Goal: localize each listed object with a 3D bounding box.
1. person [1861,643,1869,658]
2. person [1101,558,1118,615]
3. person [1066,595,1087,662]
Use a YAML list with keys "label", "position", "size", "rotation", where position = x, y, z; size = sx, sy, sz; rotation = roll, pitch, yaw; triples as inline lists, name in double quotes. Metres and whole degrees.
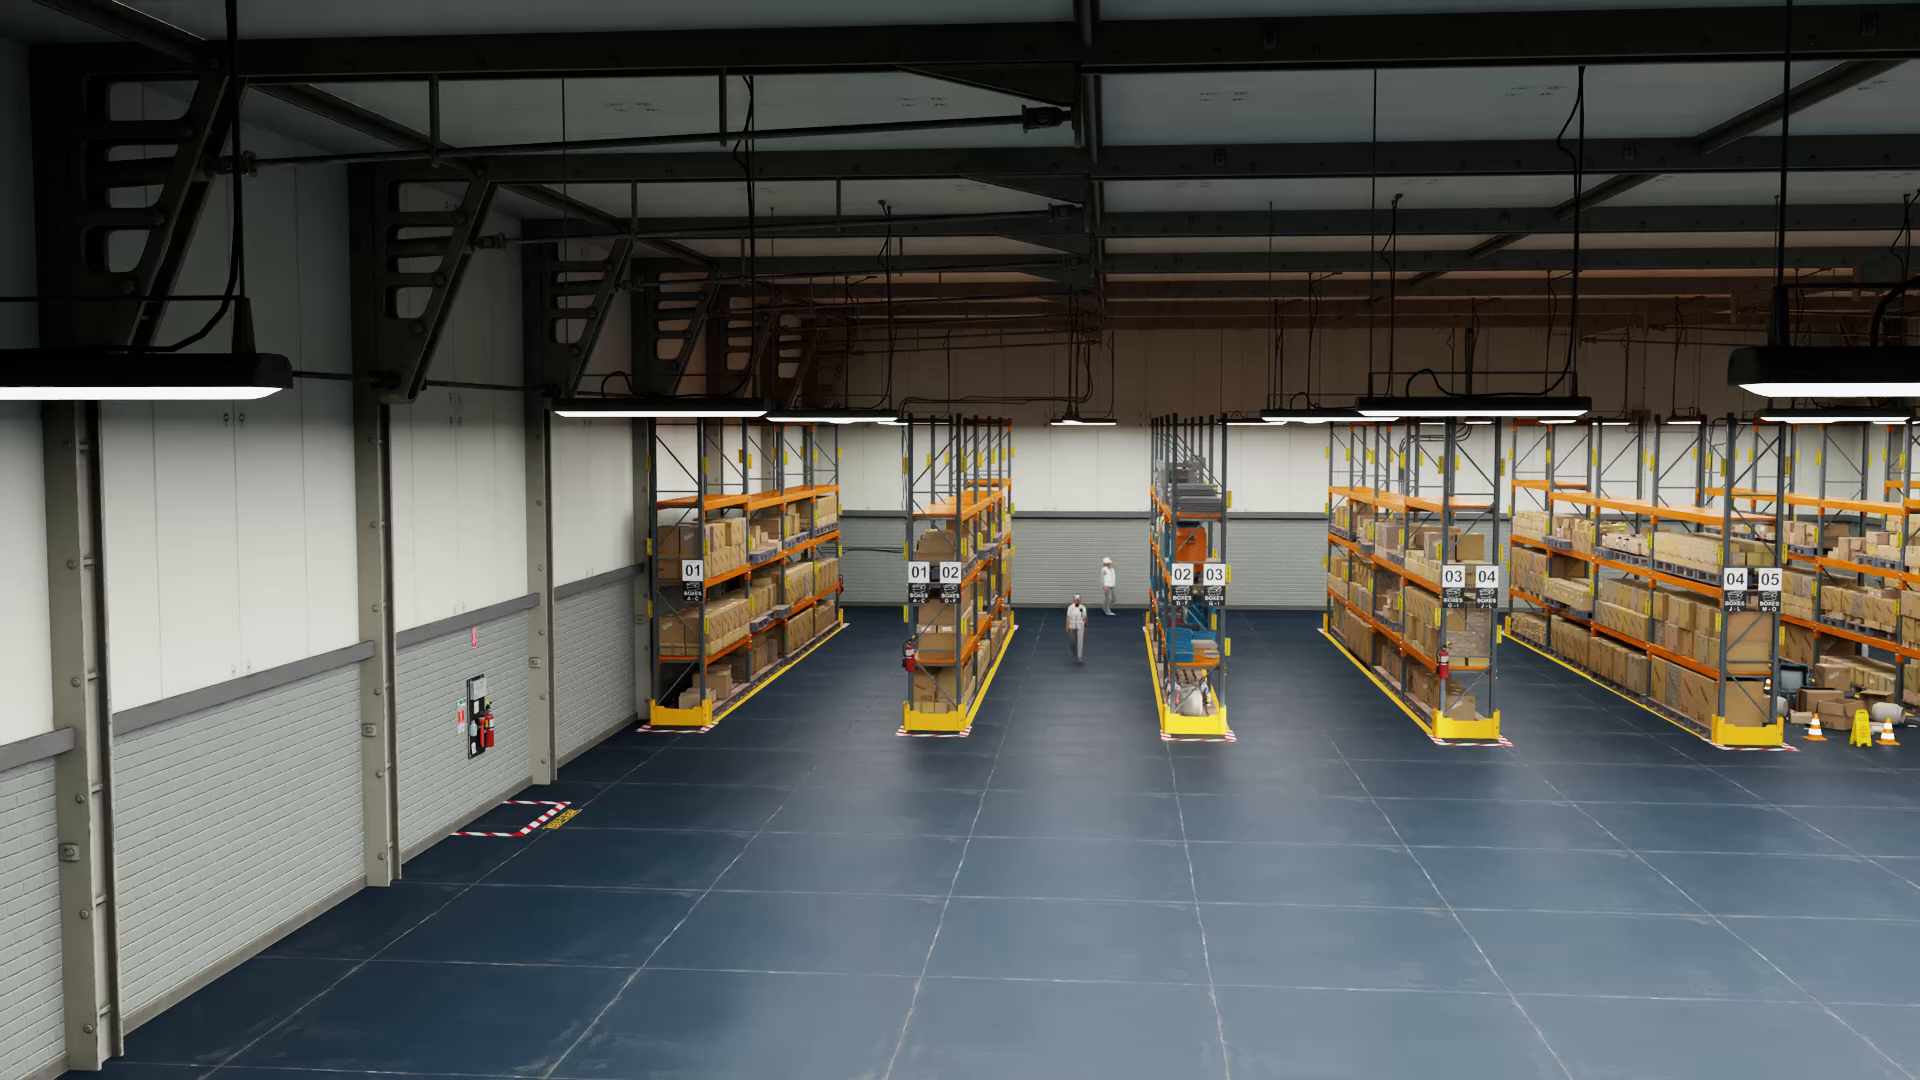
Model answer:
- label: "person"
  position: [21.818, 2.138, 40.365]
  size: [0.579, 1.748, 0.565]
  rotation: [0, 4, 3]
- label: "person"
  position: [4.539, 1.414, 50.872]
  size: [0.522, 1.762, 0.560]
  rotation: [3, 5, 39]
- label: "person"
  position: [2.875, 2.145, 40.933]
  size: [0.511, 1.600, 1.043]
  rotation: [0, 4, 5]
